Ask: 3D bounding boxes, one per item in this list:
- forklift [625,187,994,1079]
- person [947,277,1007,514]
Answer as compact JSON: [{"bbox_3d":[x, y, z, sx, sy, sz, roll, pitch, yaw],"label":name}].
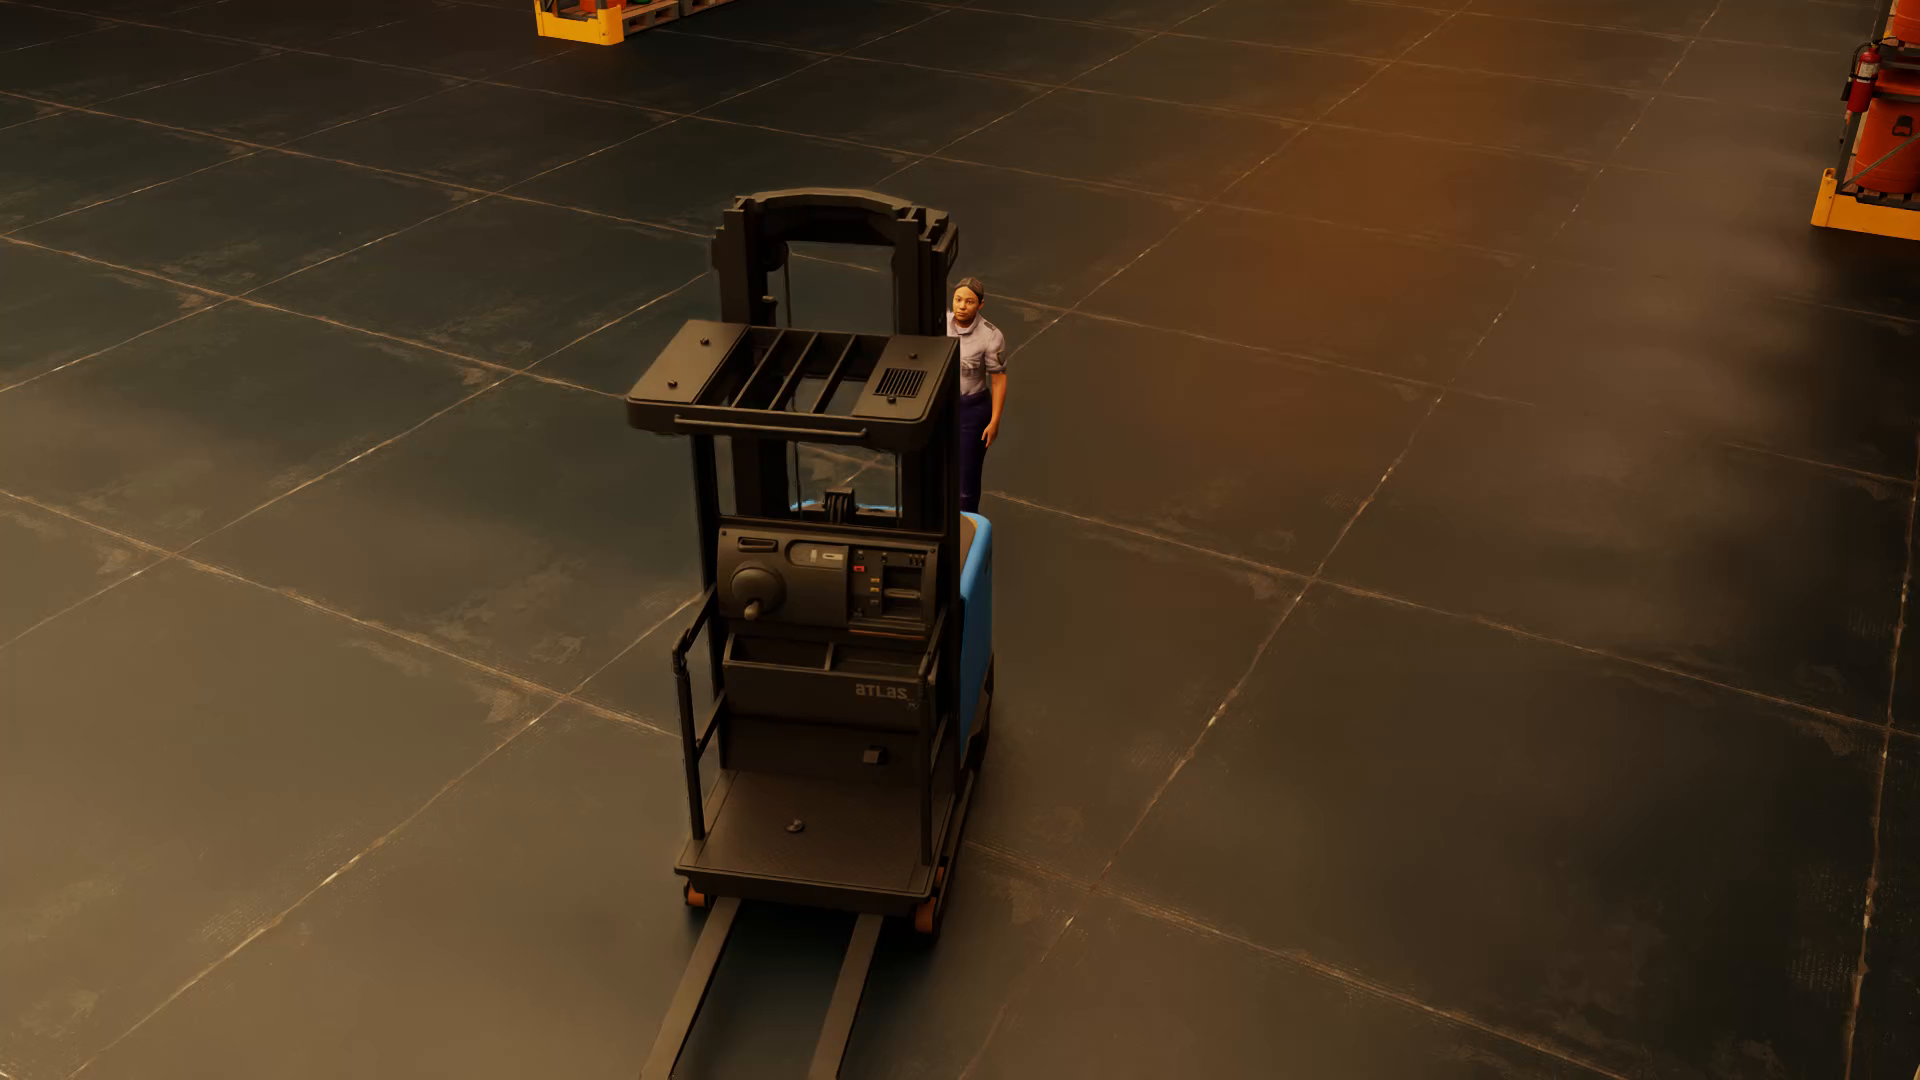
[{"bbox_3d":[-0.583,0.216,6.697,1.130,2.935,3.031,5,30,8],"label":"forklift"},{"bbox_3d":[-0.063,-0.687,9.529,0.598,1.651,0.503,15,33,25],"label":"person"}]
